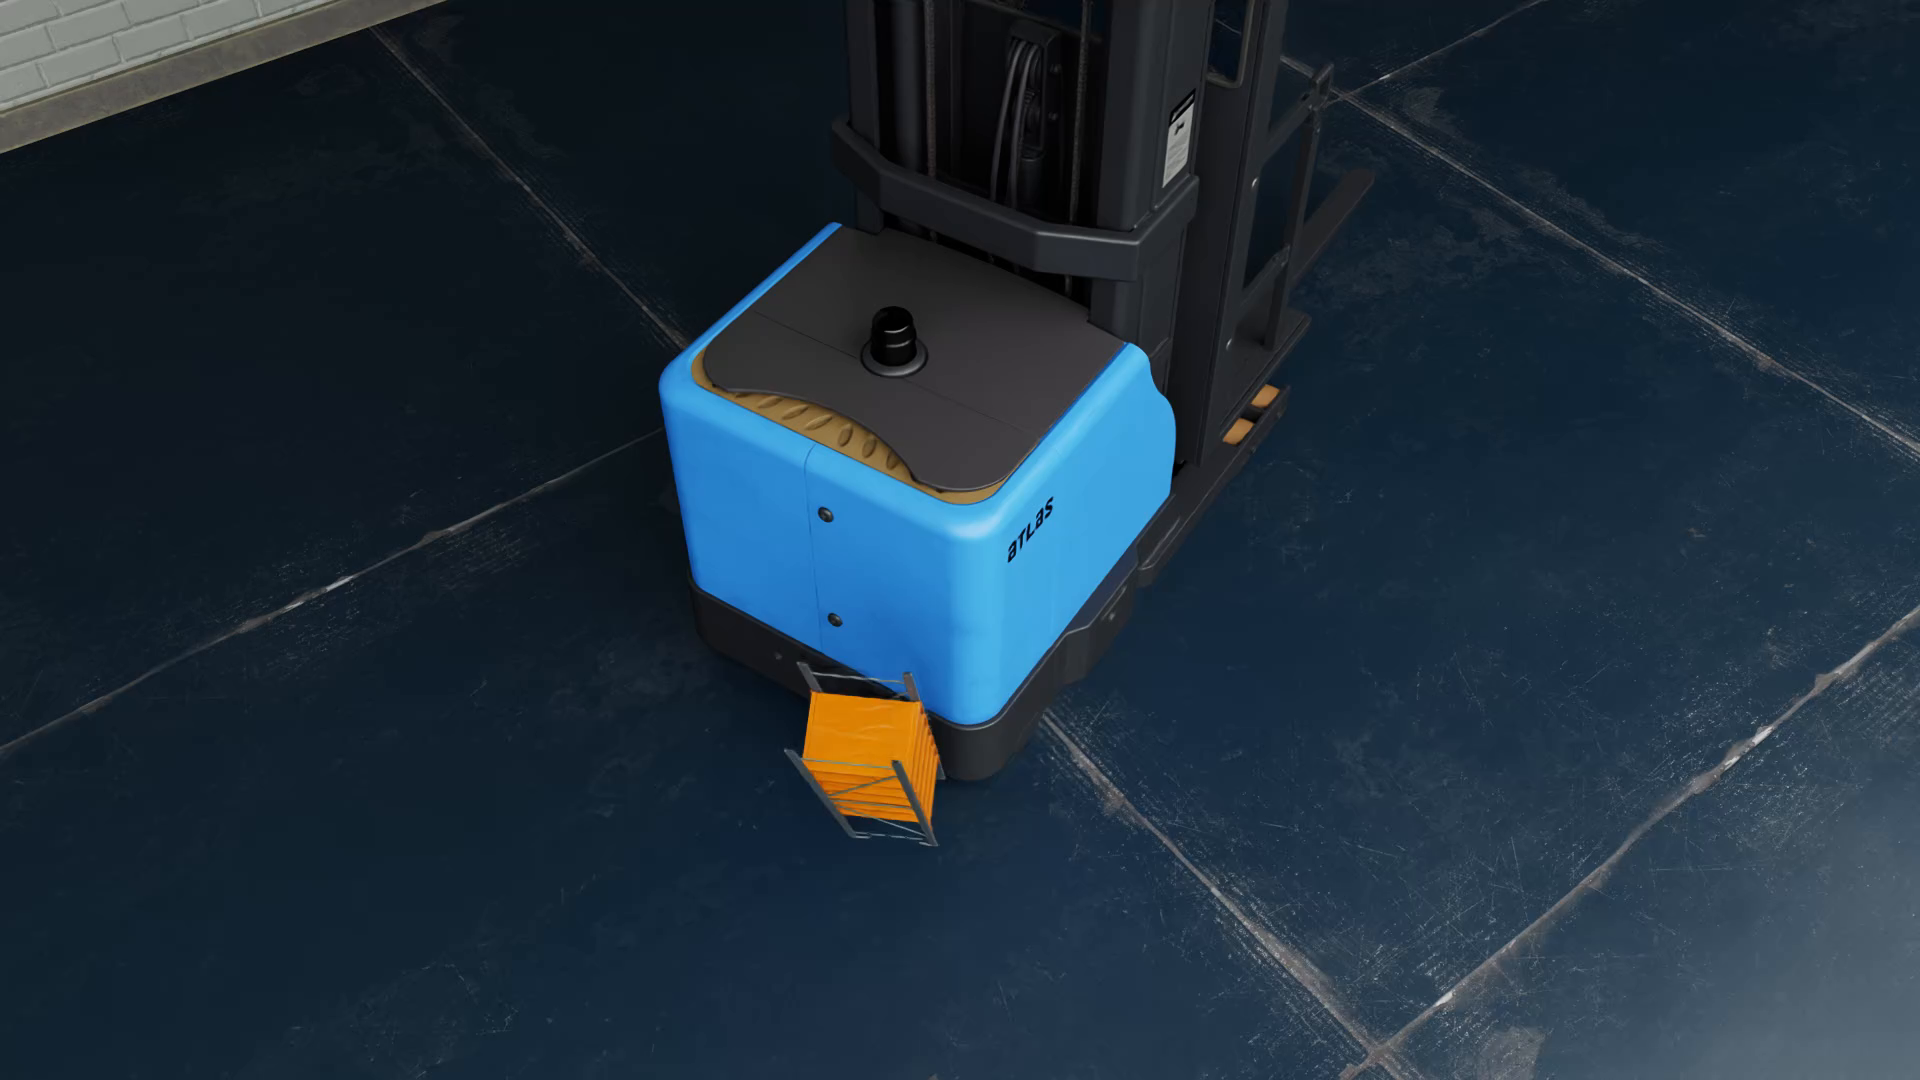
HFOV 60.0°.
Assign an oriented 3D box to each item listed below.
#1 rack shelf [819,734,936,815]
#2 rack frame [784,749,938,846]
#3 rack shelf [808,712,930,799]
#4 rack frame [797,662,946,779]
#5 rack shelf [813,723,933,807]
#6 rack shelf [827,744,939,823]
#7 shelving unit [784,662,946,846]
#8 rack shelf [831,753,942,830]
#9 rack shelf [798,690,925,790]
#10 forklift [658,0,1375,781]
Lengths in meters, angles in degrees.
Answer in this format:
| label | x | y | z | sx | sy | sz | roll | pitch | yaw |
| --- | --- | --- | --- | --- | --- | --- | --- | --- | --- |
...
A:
| label | x | y | z | sx | sy | sz | roll | pitch | yaw |
| --- | --- | --- | --- | --- | --- | --- | --- | --- | --- |
| rack shelf | -0.196 | 0.554 | 4.008 | 0.258 | 0.103 | 0.180 | 5 | 72 | 5 |
| rack frame | -0.209 | 0.626 | 3.938 | 0.240 | 1.200 | 0.006 | 5 | 72 | 5 |
| rack shelf | -0.208 | 0.478 | 3.781 | 0.258 | 0.103 | 0.180 | 5 | 72 | 5 |
| rack frame | -0.188 | 0.453 | 3.994 | 0.240 | 1.200 | 0.006 | 5 | 72 | 5 |
| rack shelf | -0.202 | 0.516 | 3.895 | 0.258 | 0.103 | 0.180 | 5 | 72 | 5 |
| rack shelf | -0.190 | 0.592 | 4.122 | 0.258 | 0.103 | 0.180 | 5 | 72 | 5 |
| shelving unit | -0.199 | 0.540 | 3.966 | 0.258 | 1.200 | 0.189 | 5 | 72 | 5 |
| rack shelf | -0.184 | 0.629 | 4.236 | 0.258 | 0.103 | 0.180 | 5 | 72 | 5 |
| rack shelf | -0.214 | 0.441 | 3.667 | 0.258 | 0.103 | 0.180 | 5 | 72 | 5 |
| forklift | 0.441 | -1.398 | 4.539 | 1.130 | 2.935 | 3.031 | 26 | 53 | 21 |
